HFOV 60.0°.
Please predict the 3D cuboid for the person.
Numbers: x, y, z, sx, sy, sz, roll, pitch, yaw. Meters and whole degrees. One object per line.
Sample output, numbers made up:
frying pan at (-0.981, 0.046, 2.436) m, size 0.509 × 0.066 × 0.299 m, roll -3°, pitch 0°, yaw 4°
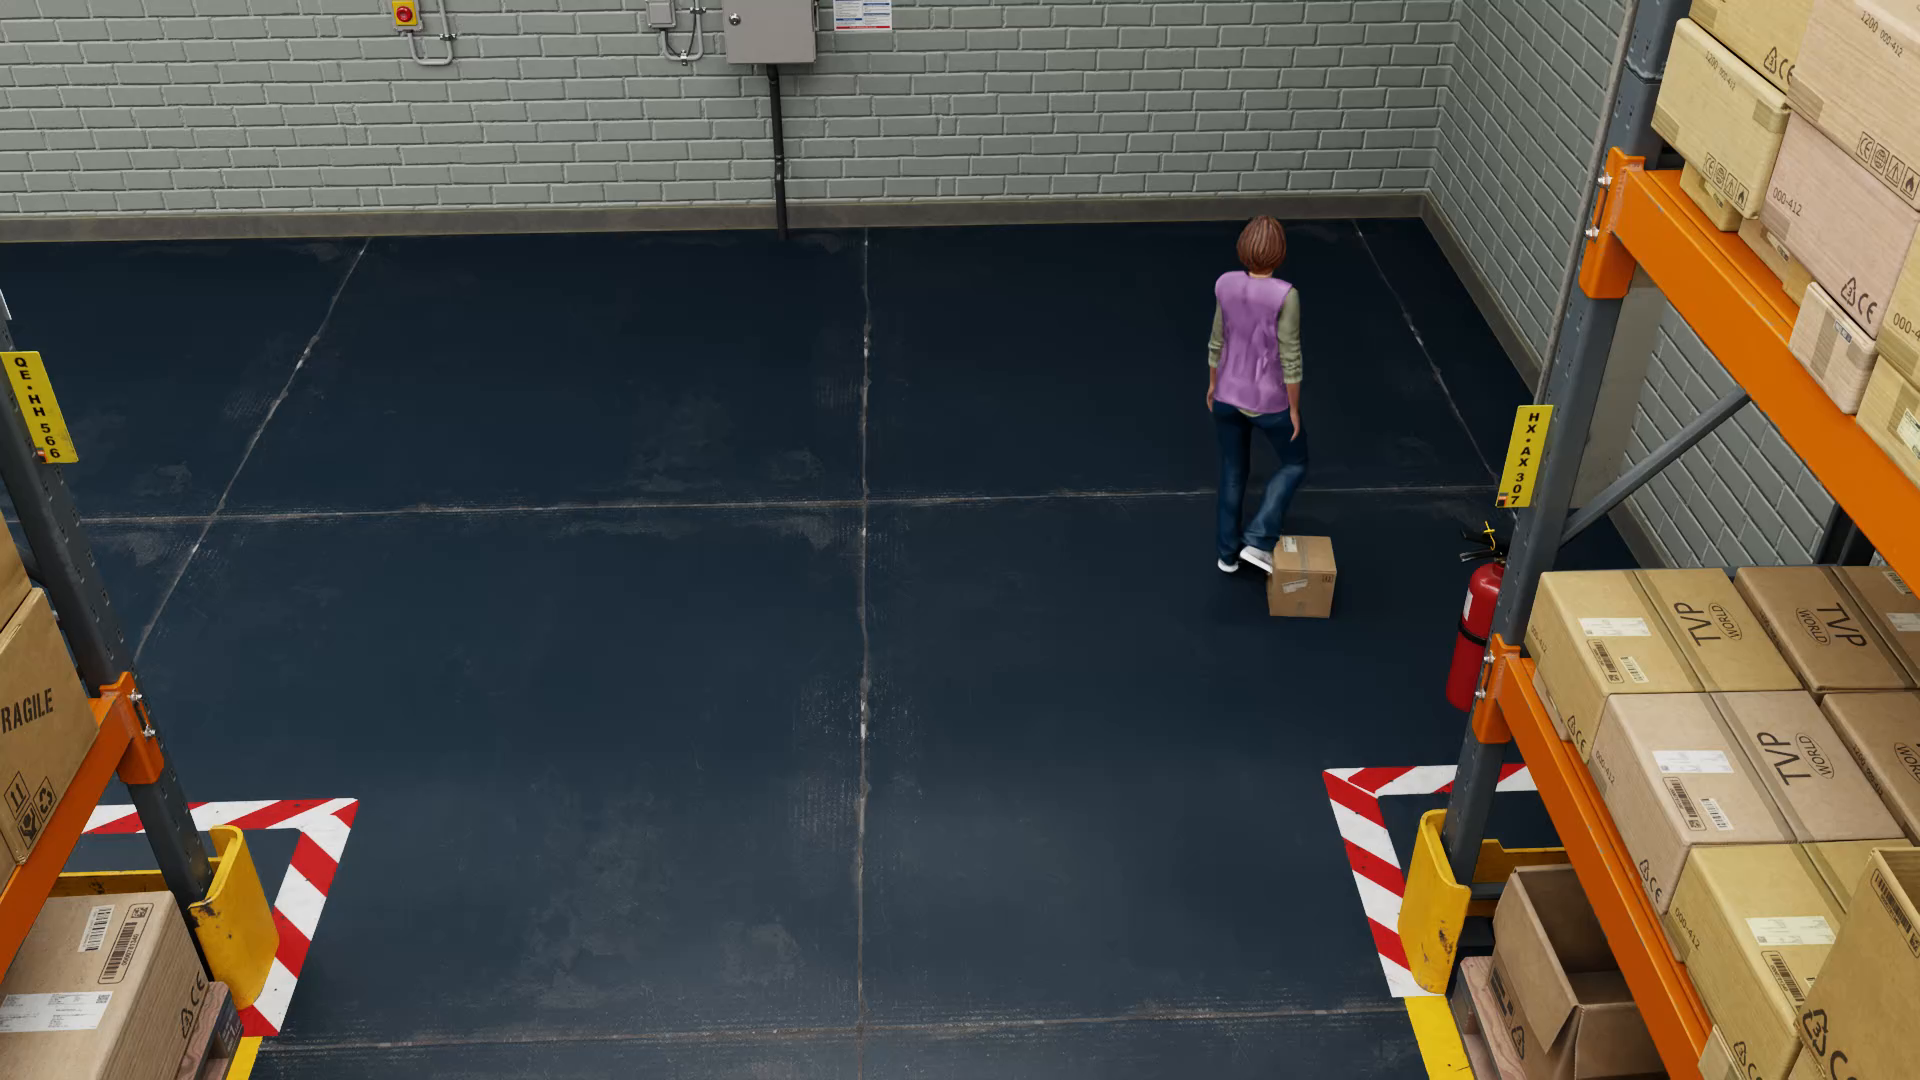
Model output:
person at (1.291, -0.632, 7.004) m, size 0.512 × 1.586 × 0.473 m, roll 17°, pitch 39°, yaw 22°
